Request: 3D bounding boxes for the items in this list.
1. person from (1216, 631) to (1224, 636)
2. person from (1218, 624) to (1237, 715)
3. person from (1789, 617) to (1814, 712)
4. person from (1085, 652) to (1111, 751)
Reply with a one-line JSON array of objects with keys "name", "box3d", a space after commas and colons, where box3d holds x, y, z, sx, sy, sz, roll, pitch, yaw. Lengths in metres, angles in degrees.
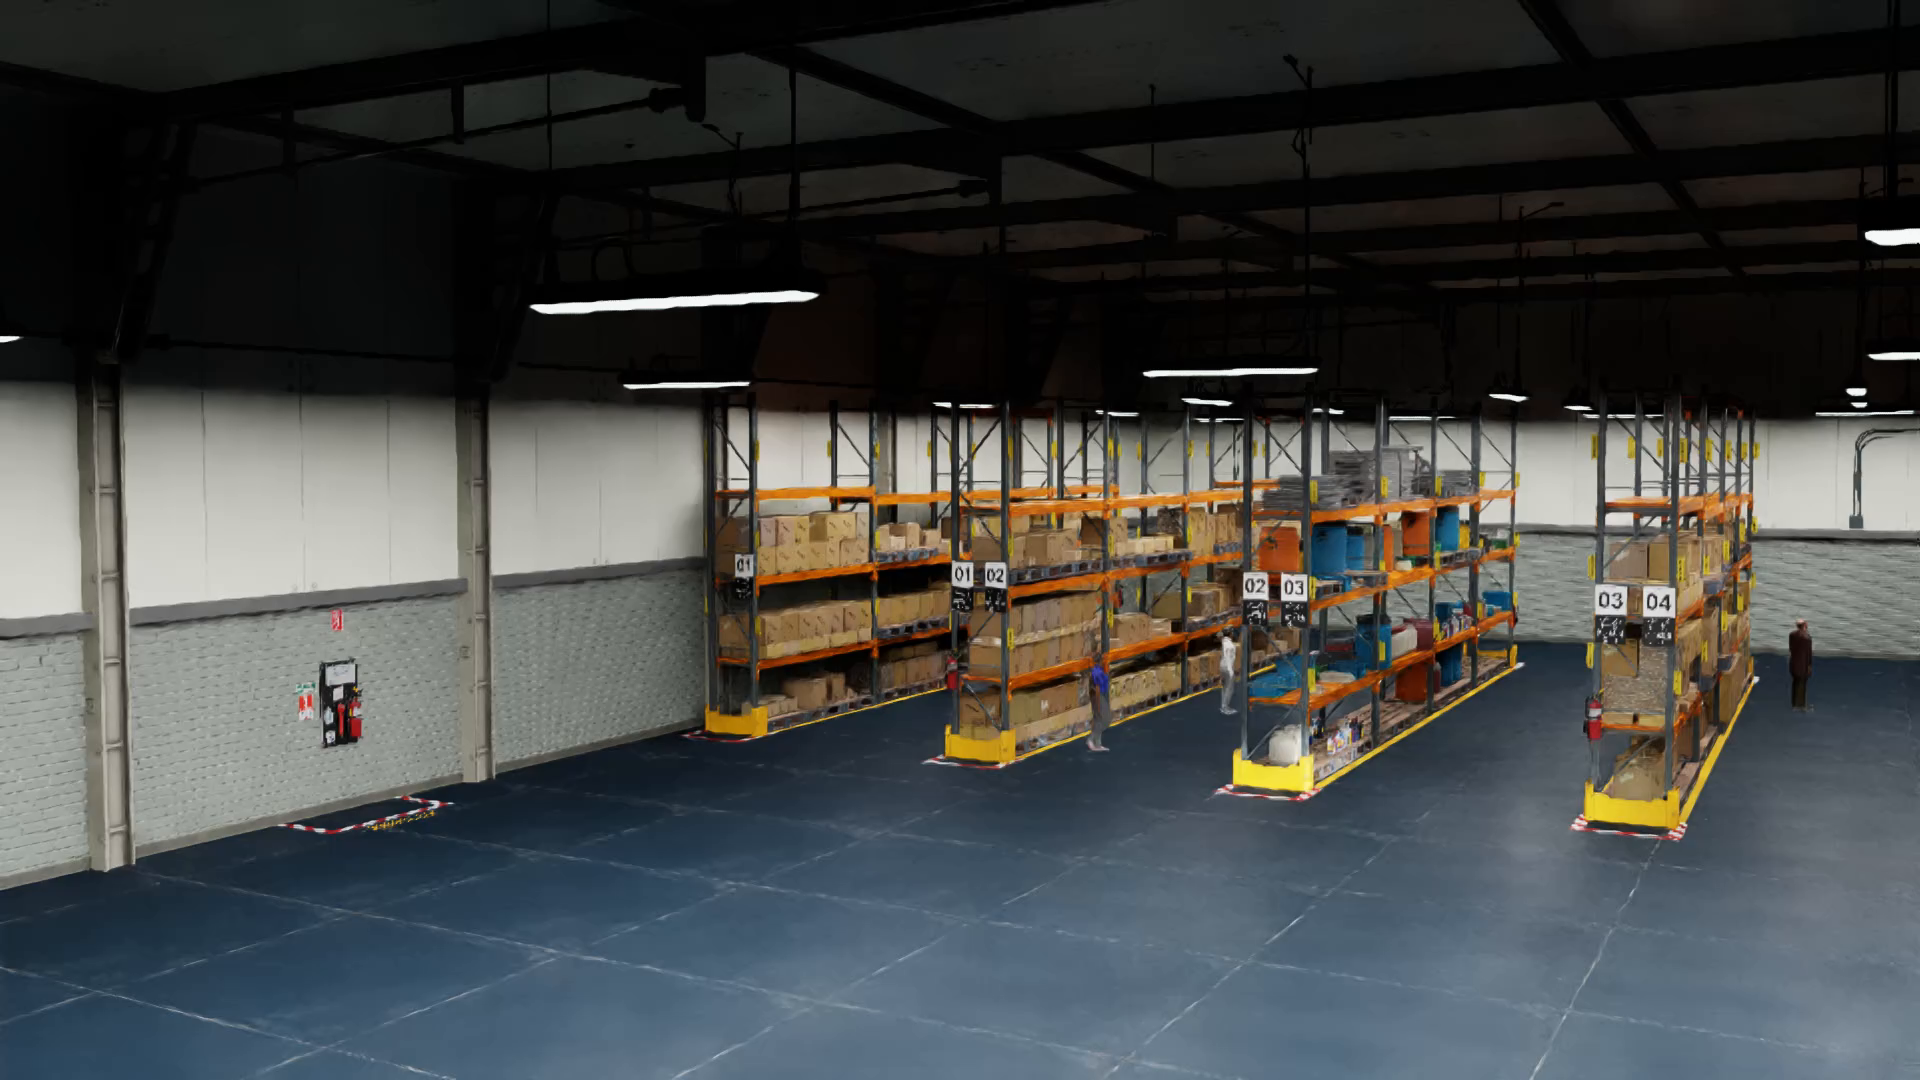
[{"name": "person", "box3d": [6.705, 1.804, 43.183, 0.562, 1.706, 1.122, 2, 4, 31]}, {"name": "person", "box3d": [5.104, 2.477, 31.665, 0.361, 1.726, 0.538, 0, 3, 1]}, {"name": "person", "box3d": [16.163, 2.375, 31.870, 0.503, 1.784, 0.640, 0, 3, -3]}, {"name": "person", "box3d": [2.278, 2.691, 27.585, 0.423, 1.641, 0.507, 0, 3, 2]}]
